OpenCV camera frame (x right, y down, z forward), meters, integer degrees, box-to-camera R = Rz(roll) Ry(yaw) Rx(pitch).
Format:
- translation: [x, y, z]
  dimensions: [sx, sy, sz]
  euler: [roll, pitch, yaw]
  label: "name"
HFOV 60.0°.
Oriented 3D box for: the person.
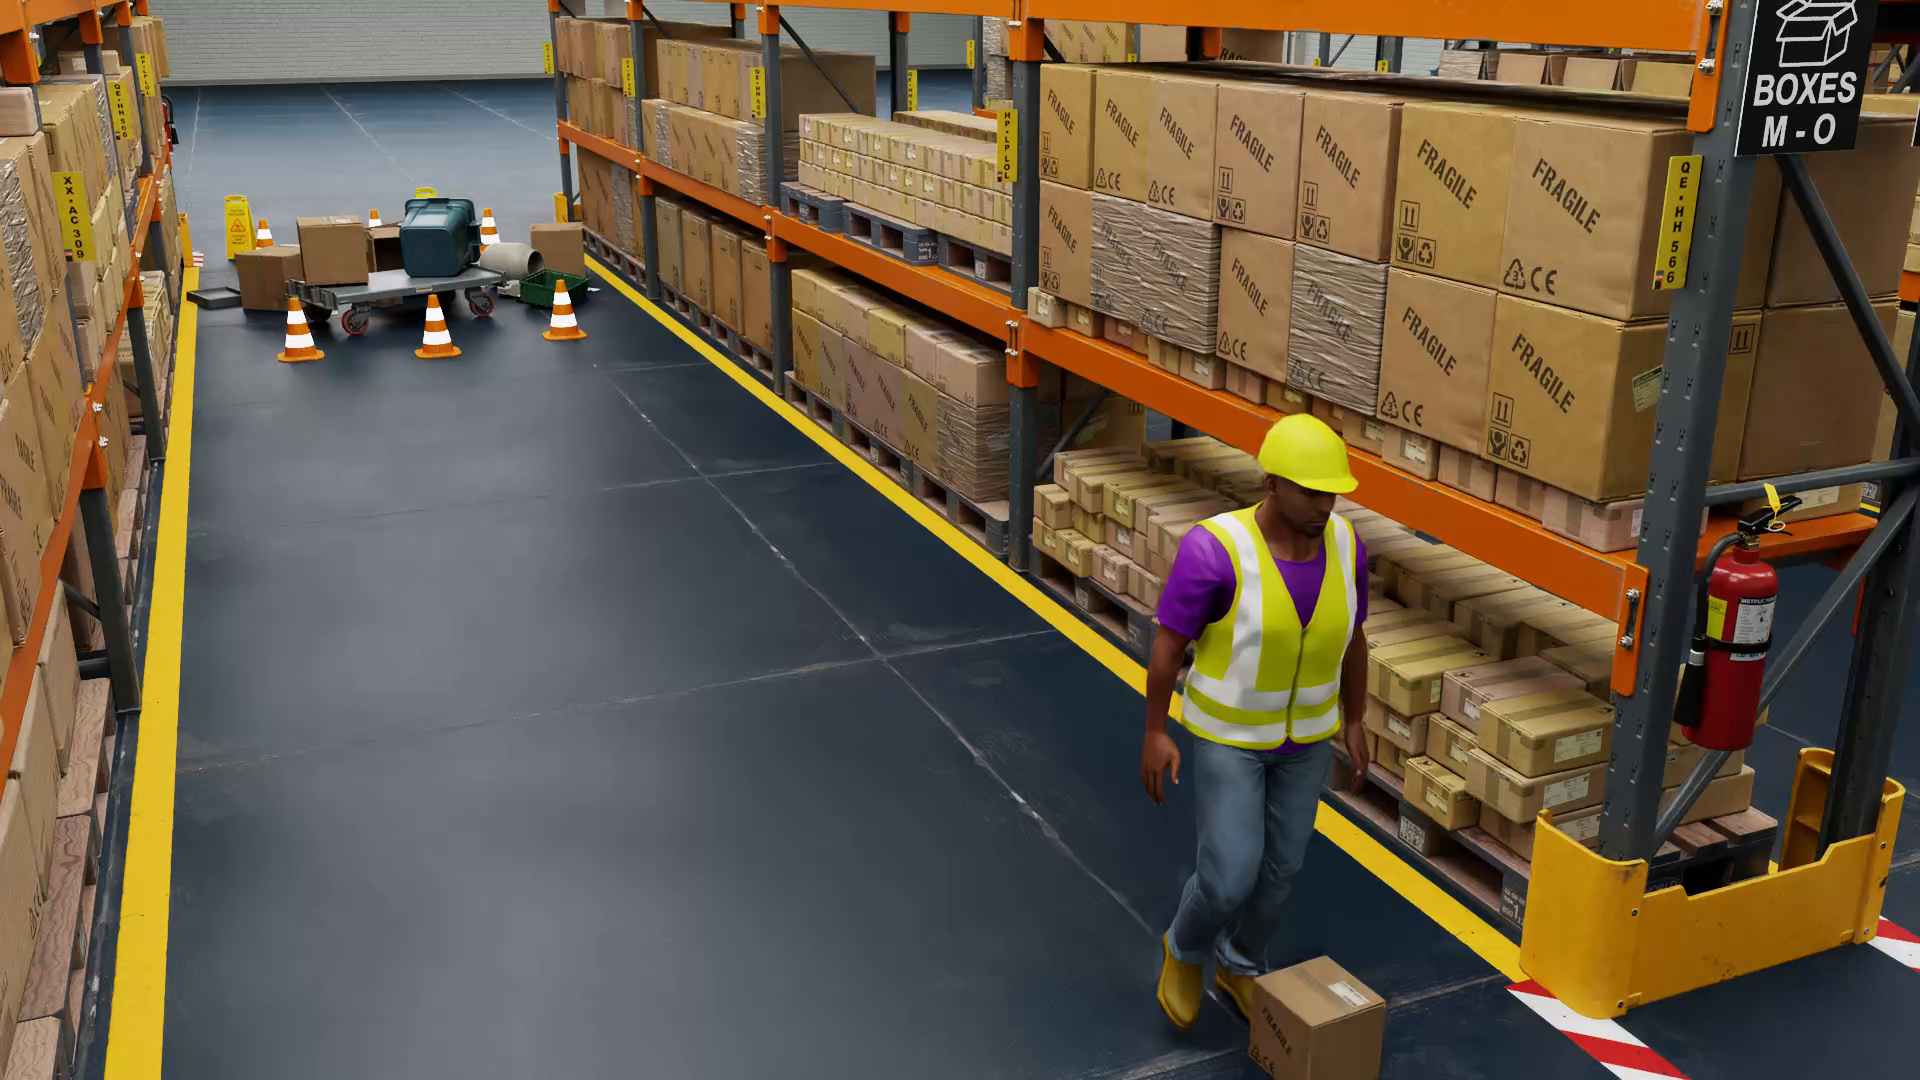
- translation: [0.791, 0.513, 4.419]
  dimensions: [0.652, 1.755, 0.449]
  euler: [-6, 20, -18]
  label: "person"
